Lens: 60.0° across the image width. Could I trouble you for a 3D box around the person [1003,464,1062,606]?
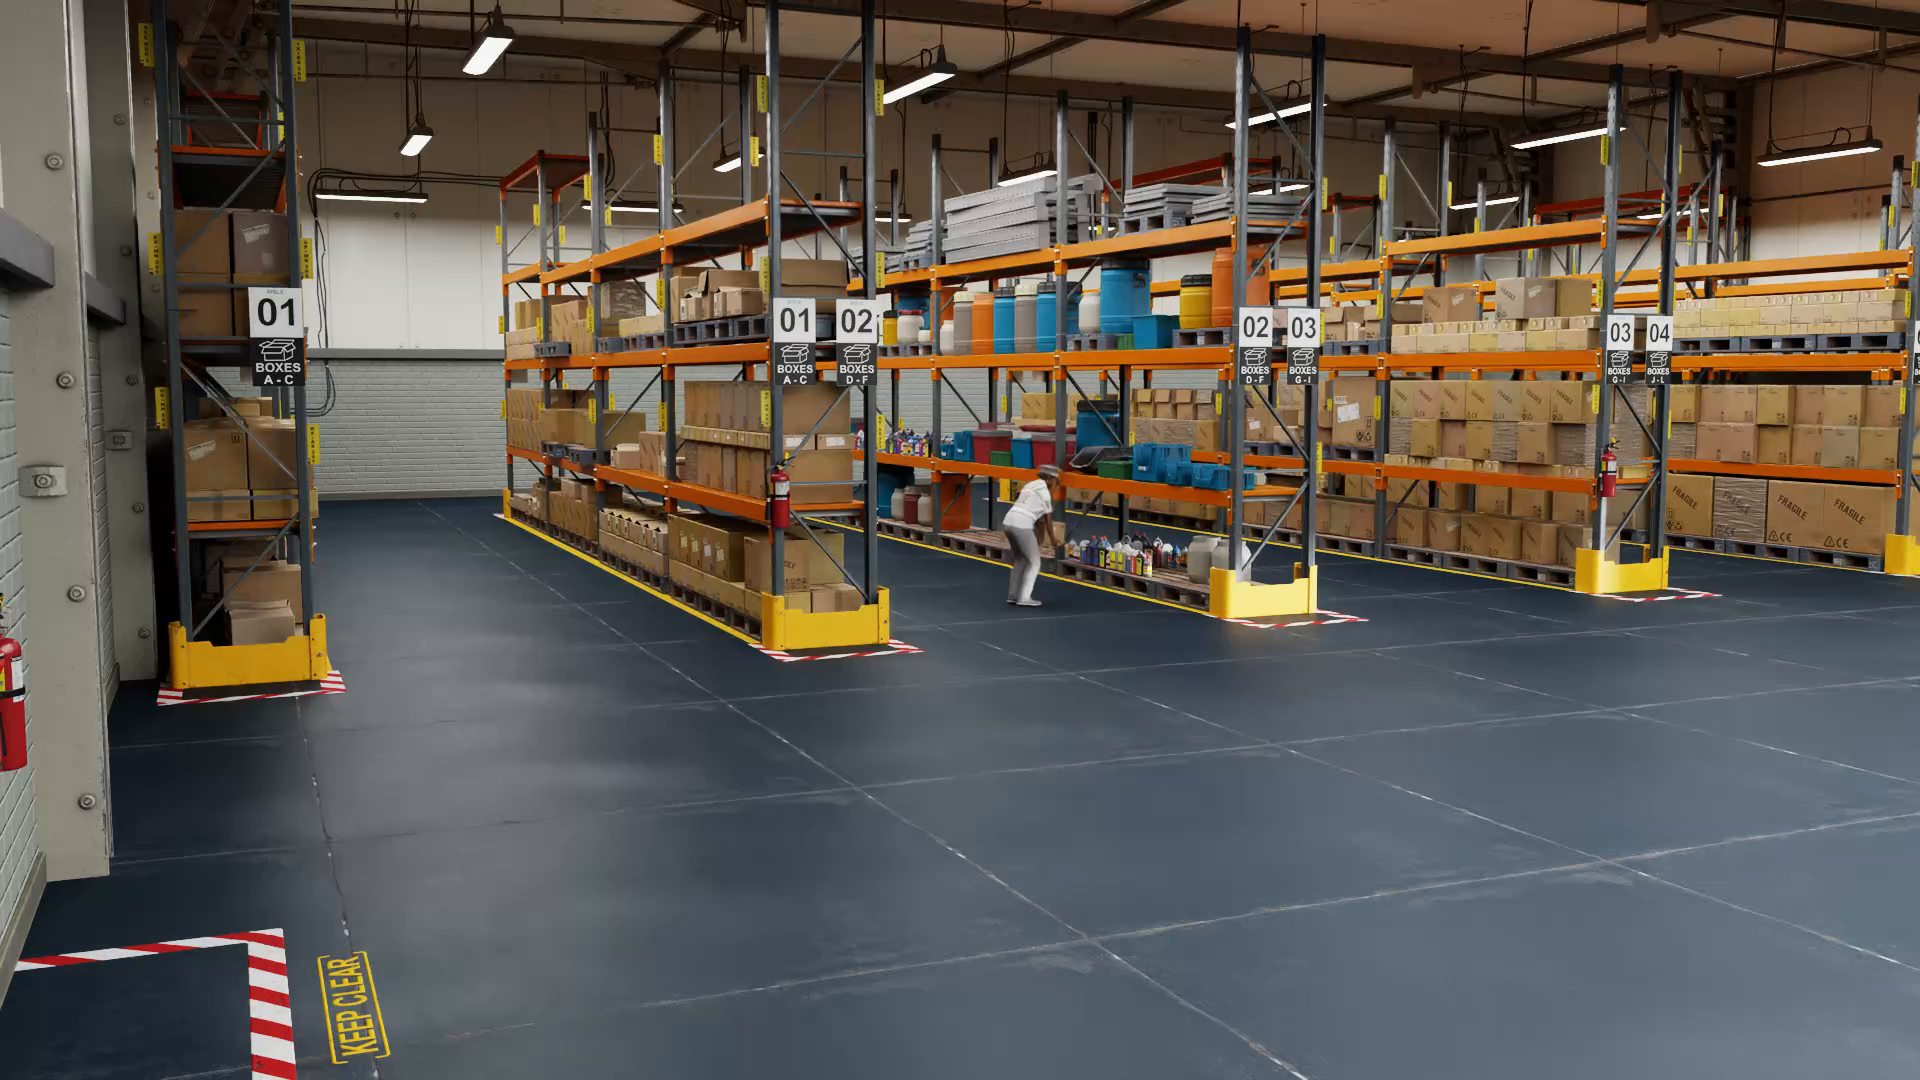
[{"bbox_3d":[0.804,-0.057,18.281,0.668,1.540,0.414,-3,6,-25],"label":"person"}]
